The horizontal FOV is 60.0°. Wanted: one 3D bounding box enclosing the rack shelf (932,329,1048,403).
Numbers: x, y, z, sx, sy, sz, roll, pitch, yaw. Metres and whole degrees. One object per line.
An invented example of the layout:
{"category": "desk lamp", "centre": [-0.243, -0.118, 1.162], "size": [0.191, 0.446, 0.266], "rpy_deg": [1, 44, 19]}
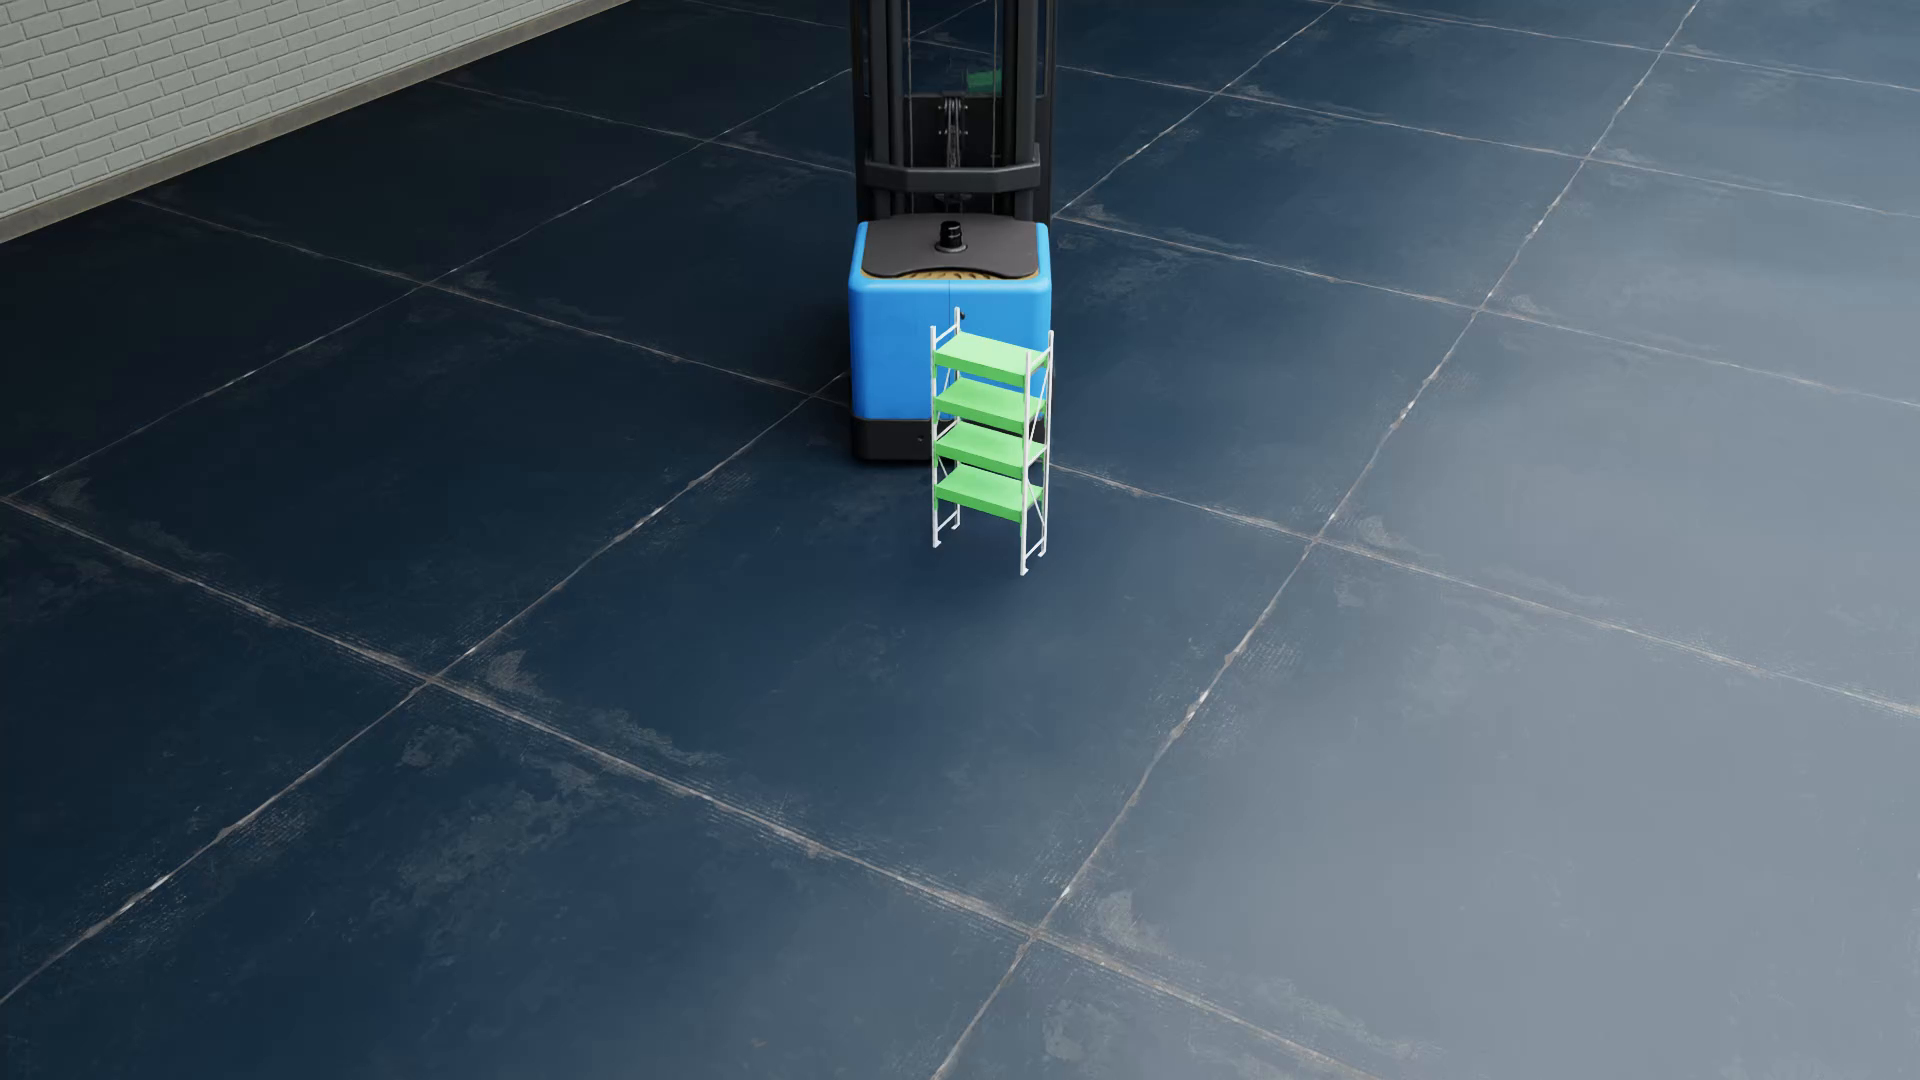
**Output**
{"category": "rack shelf", "centre": [0.144, -0.800, 7.618], "size": [0.480, 0.148, 0.258], "rpy_deg": [18, 37, 24]}

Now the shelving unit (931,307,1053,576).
{"category": "shelving unit", "centre": [0.144, -0.454, 7.849], "size": [0.503, 1.200, 0.258], "rpy_deg": [18, 37, 24]}

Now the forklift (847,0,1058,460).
{"category": "forklift", "centre": [-0.029, -2.419, 9.239], "size": [1.130, 2.935, 3.031], "rpy_deg": [1, 34, 1]}

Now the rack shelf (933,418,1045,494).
{"category": "rack shelf", "centre": [0.144, -0.401, 7.884], "size": [0.480, 0.148, 0.258], "rpy_deg": [18, 37, 24]}

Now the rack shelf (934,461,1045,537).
{"category": "rack shelf", "centre": [0.144, -0.201, 8.018], "size": [0.480, 0.148, 0.258], "rpy_deg": [18, 37, 24]}

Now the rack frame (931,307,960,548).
{"category": "rack frame", "centre": [-0.068, -0.521, 7.950], "size": [0.015, 1.200, 0.240], "rpy_deg": [18, 37, 24]}

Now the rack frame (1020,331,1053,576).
{"category": "rack frame", "centre": [0.356, -0.387, 7.748], "size": [0.015, 1.200, 0.240], "rpy_deg": [18, 37, 24]}

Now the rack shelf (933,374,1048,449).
{"category": "rack shelf", "centre": [0.144, -0.600, 7.751], "size": [0.480, 0.148, 0.258], "rpy_deg": [18, 37, 24]}
